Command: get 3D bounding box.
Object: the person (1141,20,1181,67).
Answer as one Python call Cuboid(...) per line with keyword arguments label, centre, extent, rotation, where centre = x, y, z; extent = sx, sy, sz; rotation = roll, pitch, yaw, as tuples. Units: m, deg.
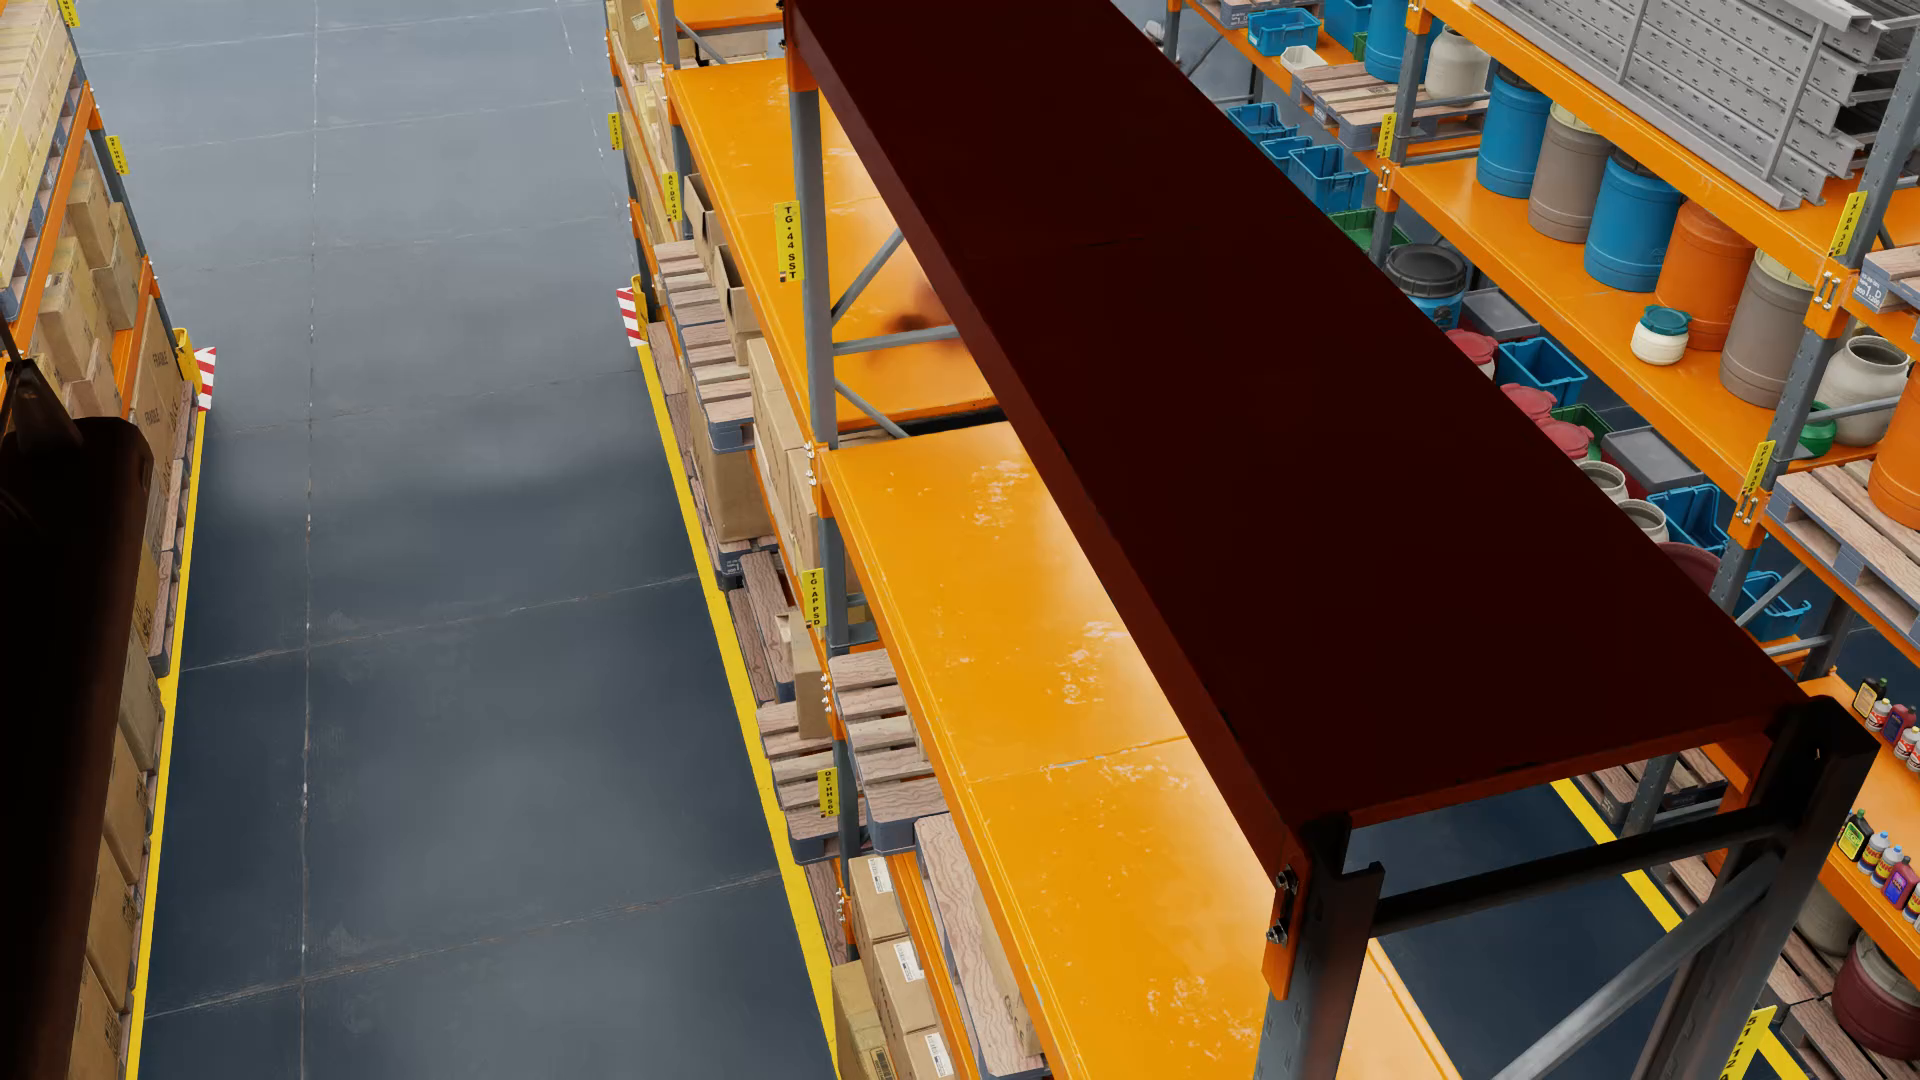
Cuboid(label="person", centre=(2.004, -4.537, 17.232), extent=(0.836, 1.712, 0.606), rotation=(16, 41, 19))
